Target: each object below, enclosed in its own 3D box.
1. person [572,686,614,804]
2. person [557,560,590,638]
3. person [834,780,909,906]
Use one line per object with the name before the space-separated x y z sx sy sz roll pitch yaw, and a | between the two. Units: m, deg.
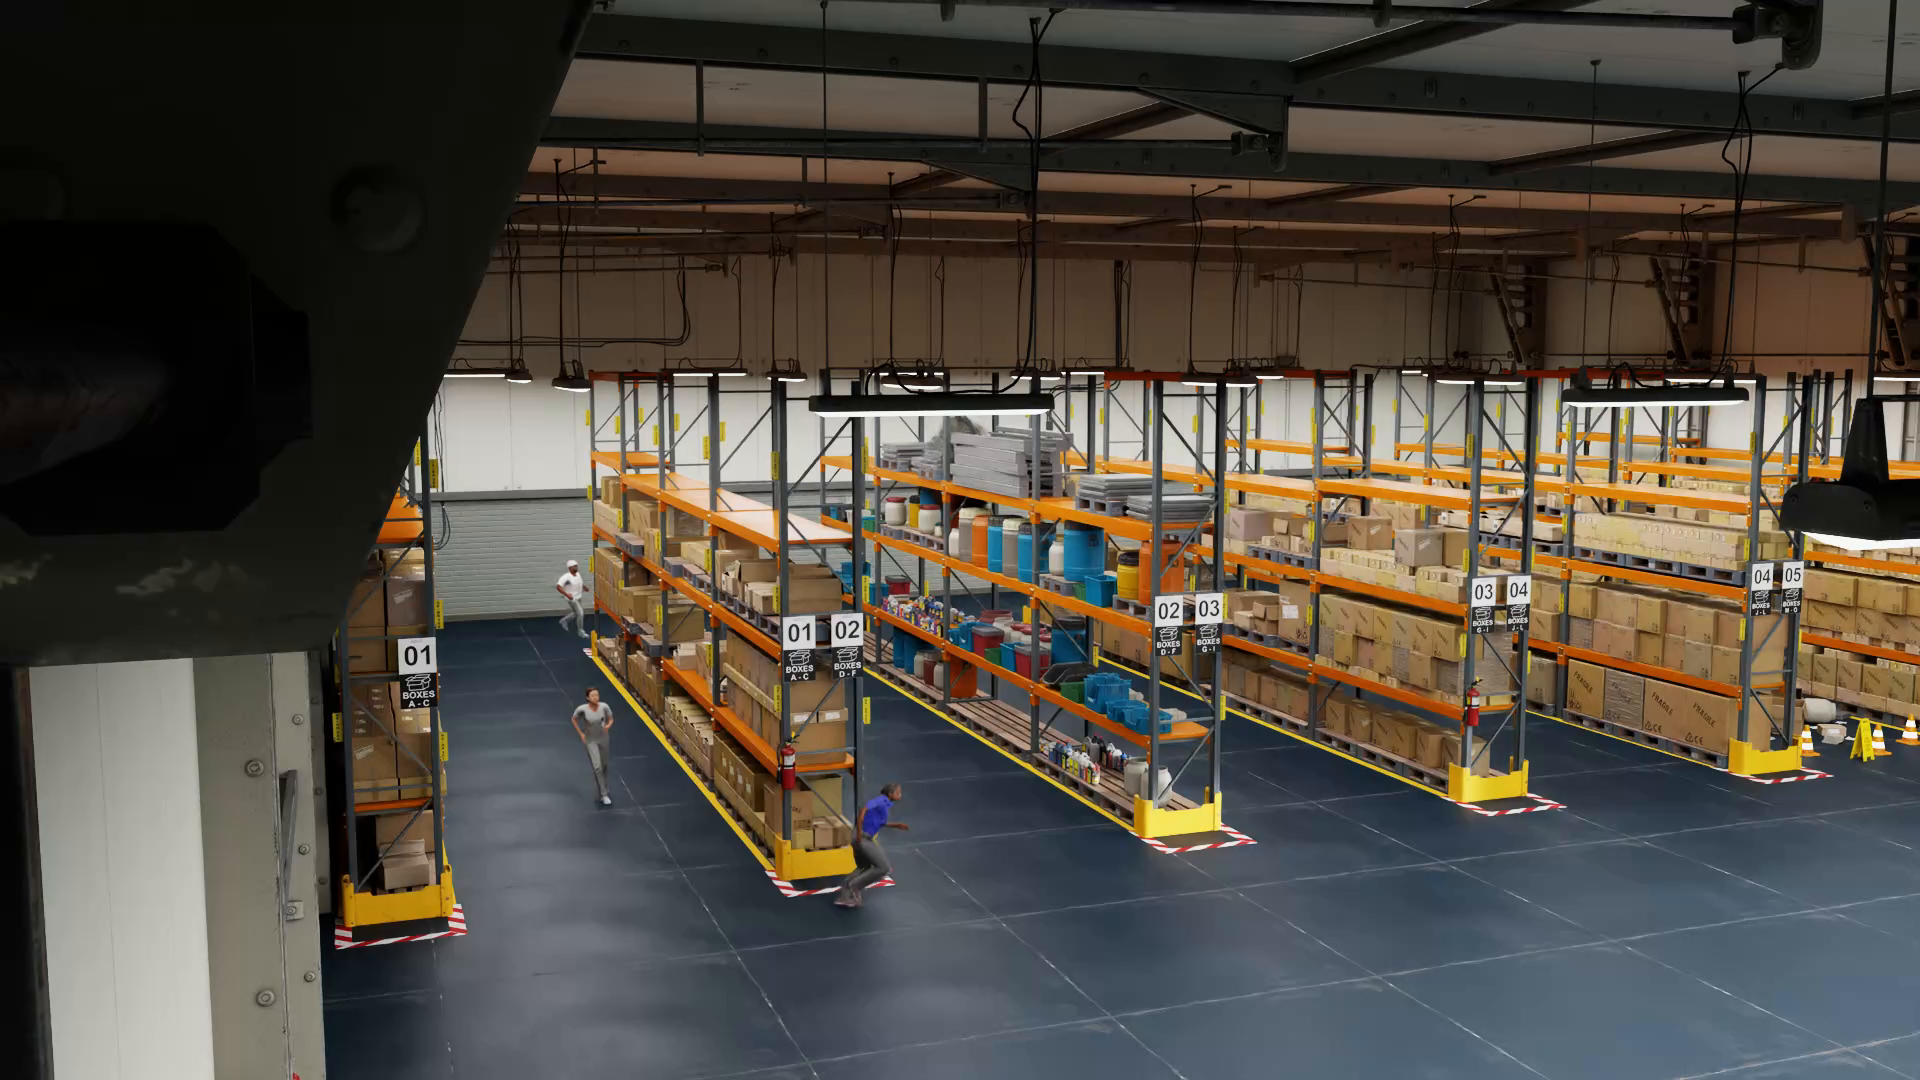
person | -5.182 2.868 23.573 0.566 1.641 0.859 -4 7 -31
person | -8.711 1.317 37.274 0.820 1.754 0.703 2 7 16
person | -1.017 3.478 18.962 0.872 1.488 0.610 0 6 2
